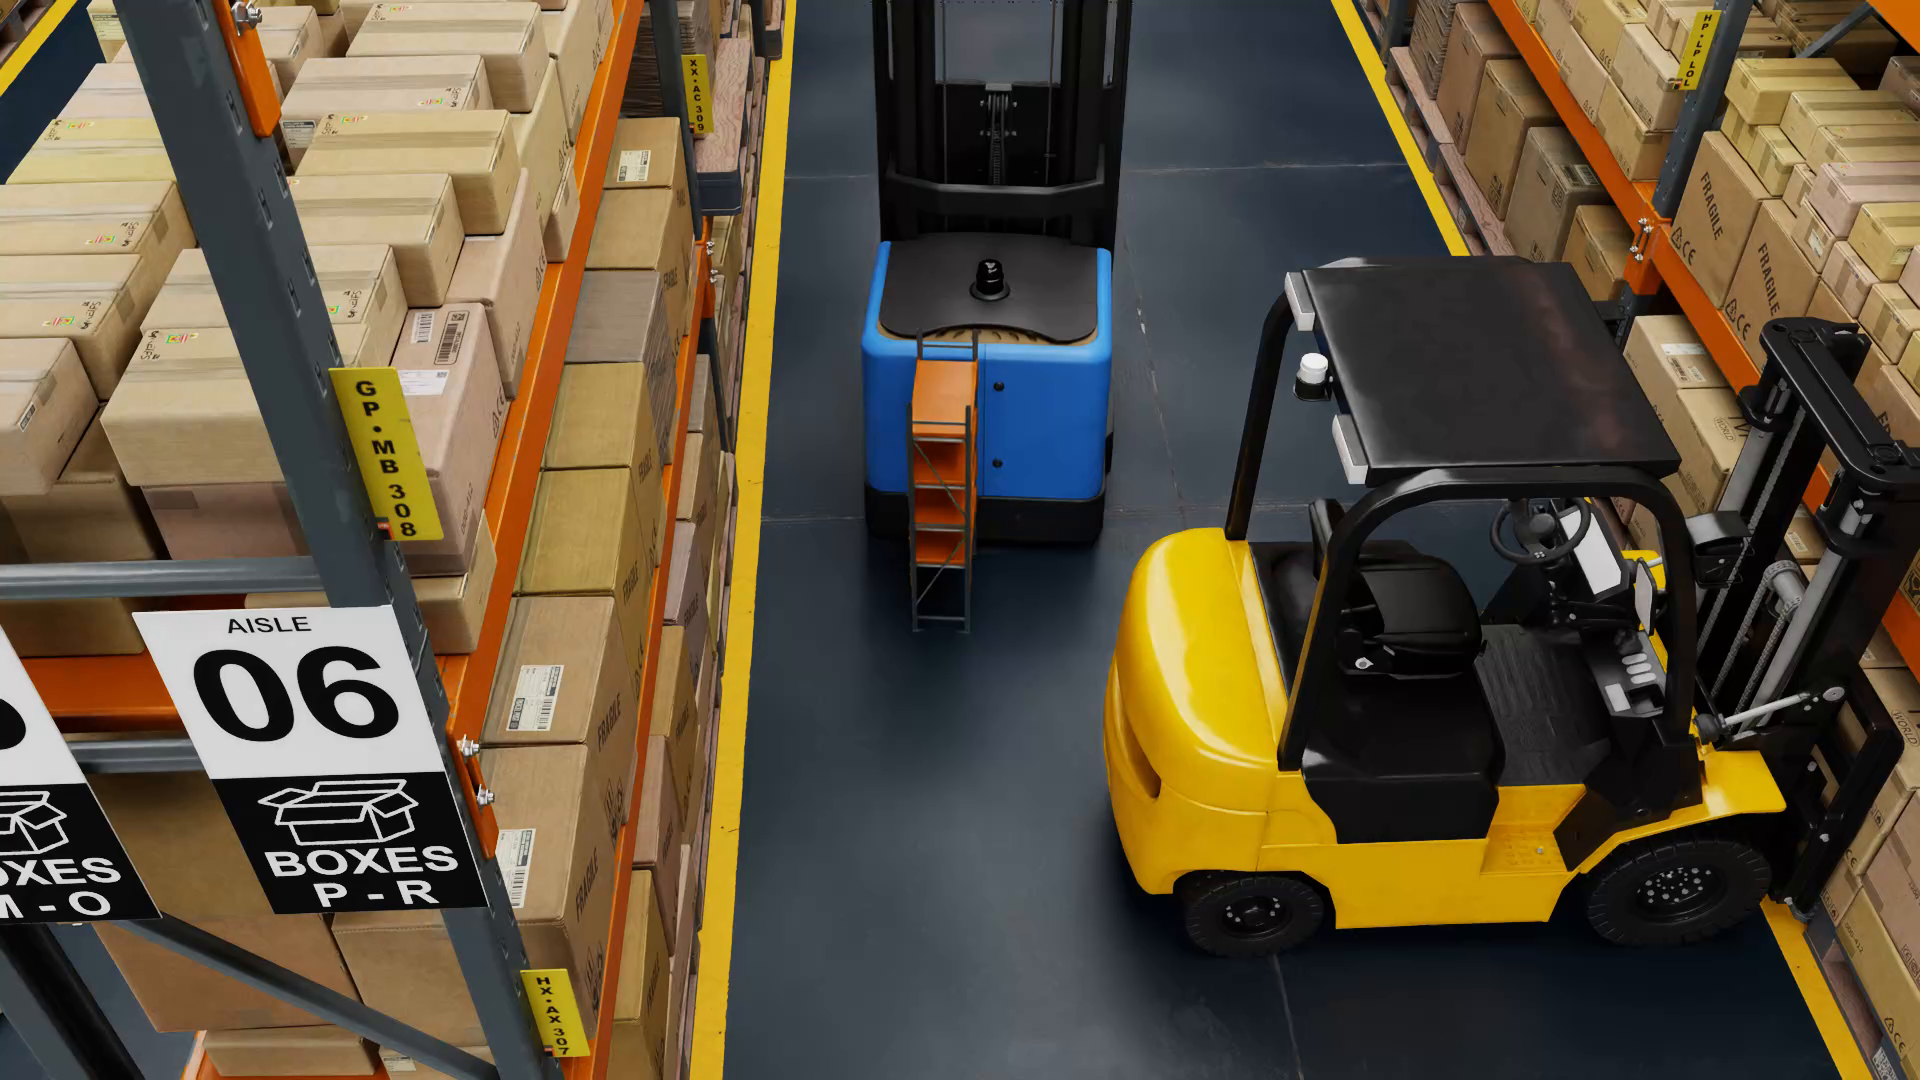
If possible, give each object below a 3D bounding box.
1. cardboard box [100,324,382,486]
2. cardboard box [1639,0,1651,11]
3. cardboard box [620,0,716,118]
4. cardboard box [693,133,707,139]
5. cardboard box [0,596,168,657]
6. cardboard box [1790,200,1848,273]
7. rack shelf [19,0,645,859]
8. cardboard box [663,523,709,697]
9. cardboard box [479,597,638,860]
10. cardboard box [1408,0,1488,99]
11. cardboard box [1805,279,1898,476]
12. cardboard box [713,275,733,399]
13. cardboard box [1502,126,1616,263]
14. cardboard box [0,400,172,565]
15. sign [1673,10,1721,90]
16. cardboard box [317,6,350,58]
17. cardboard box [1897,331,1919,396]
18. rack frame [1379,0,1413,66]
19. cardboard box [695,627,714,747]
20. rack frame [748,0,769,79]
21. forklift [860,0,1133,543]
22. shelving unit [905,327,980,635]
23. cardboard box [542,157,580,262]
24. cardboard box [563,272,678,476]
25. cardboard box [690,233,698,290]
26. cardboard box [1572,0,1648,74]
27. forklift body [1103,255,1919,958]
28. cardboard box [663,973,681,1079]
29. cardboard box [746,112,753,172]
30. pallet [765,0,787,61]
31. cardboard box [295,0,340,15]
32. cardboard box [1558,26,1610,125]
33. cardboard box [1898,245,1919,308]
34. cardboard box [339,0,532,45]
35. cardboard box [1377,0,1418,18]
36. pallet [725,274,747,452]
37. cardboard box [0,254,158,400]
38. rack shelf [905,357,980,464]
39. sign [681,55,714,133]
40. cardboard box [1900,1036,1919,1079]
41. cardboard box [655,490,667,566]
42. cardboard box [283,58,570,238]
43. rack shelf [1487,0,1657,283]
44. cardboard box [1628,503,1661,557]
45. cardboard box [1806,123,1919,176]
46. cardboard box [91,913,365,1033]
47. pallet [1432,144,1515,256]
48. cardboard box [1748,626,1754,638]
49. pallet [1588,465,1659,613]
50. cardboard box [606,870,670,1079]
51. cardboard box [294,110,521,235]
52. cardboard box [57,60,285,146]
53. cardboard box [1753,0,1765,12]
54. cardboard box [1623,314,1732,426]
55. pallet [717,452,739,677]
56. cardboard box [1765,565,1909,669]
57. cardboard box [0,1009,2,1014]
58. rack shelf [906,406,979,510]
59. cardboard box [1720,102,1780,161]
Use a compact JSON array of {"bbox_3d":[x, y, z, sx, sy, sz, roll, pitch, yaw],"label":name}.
[{"bbox_3d":[-1.197,-0.230,2.807,0.380,0.149,0.250,-2,43,-2],"label":"cardboard box"},{"bbox_3d":[3.181,-2.363,7.204,0.380,0.149,0.250,-2,43,-2],"label":"cardboard box"},{"bbox_3d":[-1.289,-2.004,6.761,0.500,0.500,0.500,-1,43,-1],"label":"cardboard box"},{"bbox_3d":[-1.263,-1.822,7.043,0.380,0.149,0.250,-1,43,-1],"label":"cardboard box"},{"bbox_3d":[-1.680,0.077,3.062,0.380,0.149,0.250,-1,43,-2],"label":"cardboard box"},{"bbox_3d":[3.142,-1.057,5.779,0.380,0.149,0.250,-1,43,-1],"label":"cardboard box"},{"bbox_3d":[-1.470,-0.868,4.439,1.077,0.370,4.000,-2,43,-2],"label":"rack shelf"},{"bbox_3d":[-1.216,0.284,6.039,0.500,0.500,0.500,0,43,0],"label":"cardboard box"},{"bbox_3d":[-1.154,0.499,4.342,0.500,0.500,0.500,0,43,0],"label":"cardboard box"},{"bbox_3d":[3.247,-3.081,9.988,0.875,0.625,0.625,0,43,0],"label":"cardboard box"},{"bbox_3d":[3.223,-0.560,5.716,0.500,0.500,0.500,-2,43,-2],"label":"cardboard box"},{"bbox_3d":[-1.580,-0.918,7.815,0.950,0.372,0.625,-1,43,-1],"label":"cardboard box"},{"bbox_3d":[3.345,-1.678,8.457,0.875,0.625,0.625,-2,43,-2],"label":"cardboard box"},{"bbox_3d":[-1.676,-0.175,3.042,0.500,0.250,0.500,-2,43,-2],"label":"cardboard box"},{"bbox_3d":[2.862,-1.898,6.452,0.100,0.325,0.005,-2,43,-2],"label":"sign"},{"bbox_3d":[-1.747,-1.206,4.166,0.500,0.250,0.500,-1,43,-1],"label":"cardboard box"},{"bbox_3d":[3.200,-0.532,5.206,0.380,0.149,0.250,-2,43,-3],"label":"cardboard box"},{"bbox_3d":[3.234,-4.223,9.787,1.000,3.000,0.127,-2,43,-2],"label":"rack frame"},{"bbox_3d":[-1.212,0.575,6.277,0.500,0.250,0.500,-1,43,-1],"label":"cardboard box"},{"bbox_3d":[-1.725,-4.078,9.629,1.000,3.000,0.127,-2,43,-2],"label":"rack frame"},{"bbox_3d":[0.191,-2.053,7.471,1.130,2.935,3.031,2,43,3],"label":"forklift"},{"bbox_3d":[-0.064,-0.221,6.753,0.258,1.200,0.503,2,43,3],"label":"shelving unit"},{"bbox_3d":[-1.134,-0.796,4.014,0.380,0.149,0.250,-1,43,-1],"label":"cardboard box"},{"bbox_3d":[-1.233,-0.534,5.468,0.500,0.500,0.500,-1,43,-1],"label":"cardboard box"},{"bbox_3d":[-1.237,-1.077,6.541,0.380,0.149,0.250,-2,43,-2],"label":"cardboard box"},{"bbox_3d":[3.098,-2.323,7.455,0.500,0.250,0.500,-3,43,-3],"label":"cardboard box"},{"bbox_3d":[1.670,0.263,5.521,2.313,2.155,1.214,-2,43,-2],"label":"forklift body"},{"bbox_3d":[-1.143,1.629,5.127,0.500,0.250,0.500,-2,43,-2],"label":"cardboard box"},{"bbox_3d":[-1.672,-2.385,9.415,0.950,0.372,0.625,-2,43,-3],"label":"cardboard box"},{"bbox_3d":[-1.683,-3.585,11.154,1.003,0.211,1.213,-2,43,-2],"label":"pallet"},{"bbox_3d":[-1.719,-1.416,4.100,0.380,0.149,0.250,-1,43,-1],"label":"cardboard box"},{"bbox_3d":[3.094,-2.139,7.625,0.500,0.250,0.500,-2,43,-2],"label":"cardboard box"},{"bbox_3d":[3.255,-0.817,5.297,0.380,0.149,0.250,-2,43,-2],"label":"cardboard box"},{"bbox_3d":[-1.230,-1.259,3.929,0.380,0.149,0.250,-1,43,-1],"label":"cardboard box"},{"bbox_3d":[3.001,-3.736,10.795,0.500,0.500,0.500,-1,43,-1],"label":"cardboard box"},{"bbox_3d":[-1.590,-0.875,8.199,1.003,0.211,1.213,-2,43,-2],"label":"pallet"},{"bbox_3d":[-1.667,-0.380,2.970,0.380,0.149,0.250,-1,43,-1],"label":"cardboard box"},{"bbox_3d":[-0.064,-0.510,6.487,0.258,0.148,0.480,2,43,3],"label":"rack shelf"},{"bbox_3d":[-1.014,-1.718,6.413,0.100,0.325,0.005,-2,43,-2],"label":"sign"},{"bbox_3d":[3.238,1.728,5.018,0.500,0.250,0.500,-1,43,-1],"label":"cardboard box"},{"bbox_3d":[-1.163,-0.045,5.415,0.380,0.149,0.250,-1,43,-1],"label":"cardboard box"},{"bbox_3d":[-1.199,-0.873,3.803,0.500,0.250,0.500,0,43,-1],"label":"cardboard box"},{"bbox_3d":[3.319,-2.608,8.557,1.077,0.370,4.000,-2,43,-2],"label":"rack shelf"},{"bbox_3d":[3.130,0.014,6.888,0.500,0.250,0.500,-3,43,-3],"label":"cardboard box"},{"bbox_3d":[3.242,-1.339,5.866,0.380,0.149,0.250,-2,43,-3],"label":"cardboard box"},{"bbox_3d":[-1.684,0.818,3.994,0.500,0.500,0.500,-2,43,-3],"label":"cardboard box"},{"bbox_3d":[3.279,-1.817,9.225,1.003,0.211,1.213,-2,43,-2],"label":"pallet"},{"bbox_3d":[3.170,0.508,5.980,0.500,0.250,0.500,-2,43,-2],"label":"cardboard box"},{"bbox_3d":[3.396,0.043,7.196,1.003,0.211,1.213,-2,43,-2],"label":"pallet"},{"bbox_3d":[-1.145,1.336,4.891,0.500,0.500,0.500,-3,43,-3],"label":"cardboard box"},{"bbox_3d":[-1.109,-0.742,3.365,0.380,0.149,0.250,-2,43,-2],"label":"cardboard box"},{"bbox_3d":[-1.659,-0.889,3.526,0.380,0.149,0.250,-2,43,-2],"label":"cardboard box"},{"bbox_3d":[3.634,-2.394,7.237,0.380,0.149,0.250,-2,43,-2],"label":"cardboard box"},{"bbox_3d":[3.111,-0.697,6.924,0.500,0.250,0.500,-2,43,-2],"label":"cardboard box"},{"bbox_3d":[-1.491,0.103,7.132,1.003,0.211,1.213,-2,43,-2],"label":"pallet"},{"bbox_3d":[3.170,0.339,5.794,0.500,0.250,0.500,-2,43,-3],"label":"cardboard box"},{"bbox_3d":[-3.459,1.547,5.602,0.380,0.149,0.250,19,46,20],"label":"cardboard box"},{"bbox_3d":[-0.064,-0.336,6.647,0.258,0.148,0.480,2,43,3],"label":"rack shelf"},{"bbox_3d":[3.155,-1.576,6.345,0.380,0.149,0.250,-2,43,-2],"label":"cardboard box"}]
